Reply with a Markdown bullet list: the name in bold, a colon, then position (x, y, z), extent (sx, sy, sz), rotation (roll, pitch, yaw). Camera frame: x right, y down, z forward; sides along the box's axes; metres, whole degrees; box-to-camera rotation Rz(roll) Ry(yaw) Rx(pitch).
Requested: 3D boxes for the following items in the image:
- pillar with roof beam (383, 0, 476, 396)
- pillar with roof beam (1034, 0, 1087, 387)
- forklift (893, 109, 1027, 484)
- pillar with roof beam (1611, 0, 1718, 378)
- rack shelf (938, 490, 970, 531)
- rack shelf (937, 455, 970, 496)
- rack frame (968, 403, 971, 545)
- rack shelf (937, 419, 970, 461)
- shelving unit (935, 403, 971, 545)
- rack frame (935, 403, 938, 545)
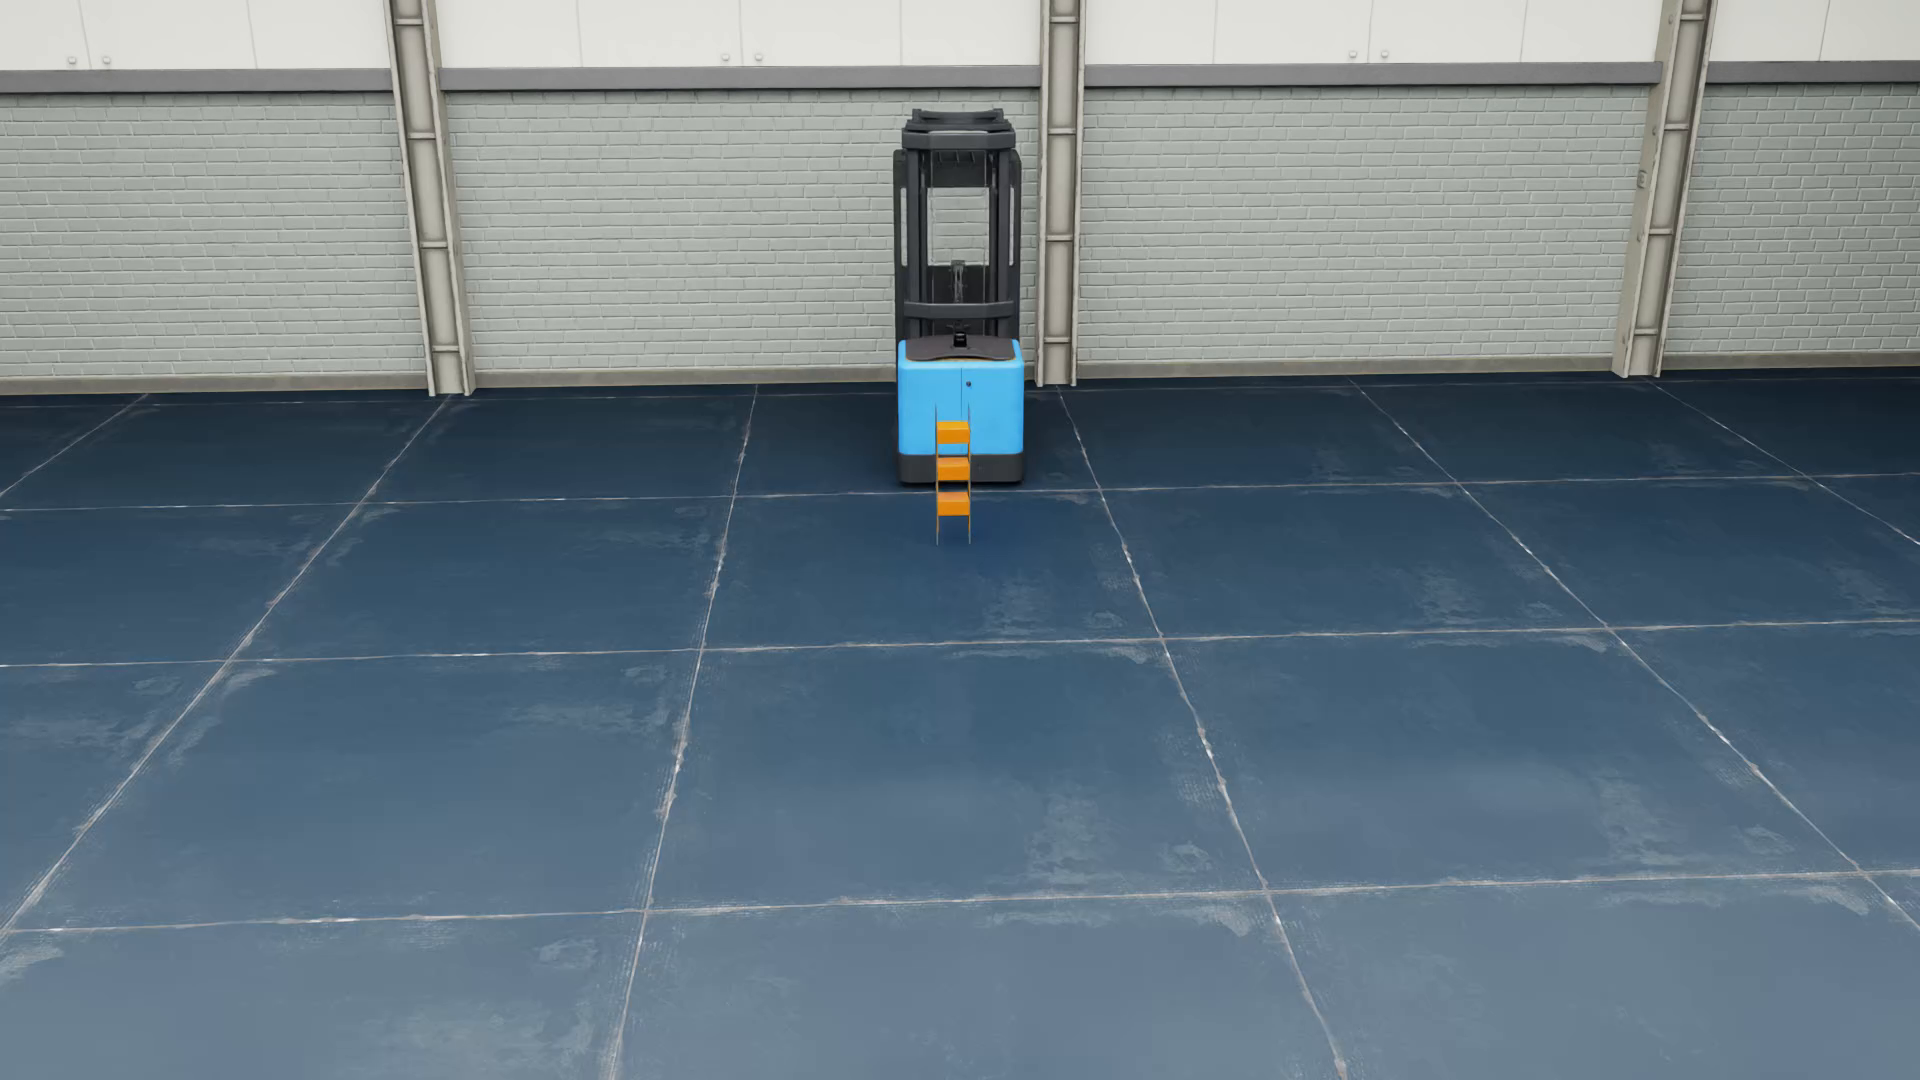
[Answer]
- **pillar with roof beam**: position (-4.782, -4.150, 10.873), extent (0.400, 9.000, 9.100), rotation (-1, 21, -3)
- **pillar with roof beam**: position (1.208, -4.271, 11.193), extent (0.400, 9.000, 9.100), rotation (-1, 21, -3)
- **forklift**: position (-0.029, -2.300, 14.542), extent (1.130, 2.935, 3.031), rotation (-1, 21, -2)
- **pillar with roof beam**: position (7.198, -4.393, 11.513), extent (0.400, 9.000, 9.100), rotation (-1, 21, -3)
- **rack shelf**: position (-0.053, -0.220, 12.534), extent (0.240, 0.259, 0.215), rotation (-1, 21, -3)
- **rack shelf**: position (-0.053, -0.480, 12.435), extent (0.240, 0.259, 0.215), rotation (-1, 21, -3)
- **rack frame**: position (0.068, -0.492, 12.438), extent (0.008, 1.050, 0.200), rotation (-1, 21, -3)
- **rack shelf**: position (-0.053, -0.745, 12.334), extent (0.240, 0.259, 0.215), rotation (-1, 21, -3)
- **shelving unit**: position (-0.053, -0.490, 12.431), extent (0.252, 1.050, 0.215), rotation (-1, 21, -3)
- **rack frame**: position (-0.175, -0.487, 12.425), extent (0.008, 1.050, 0.200), rotation (-1, 21, -3)
